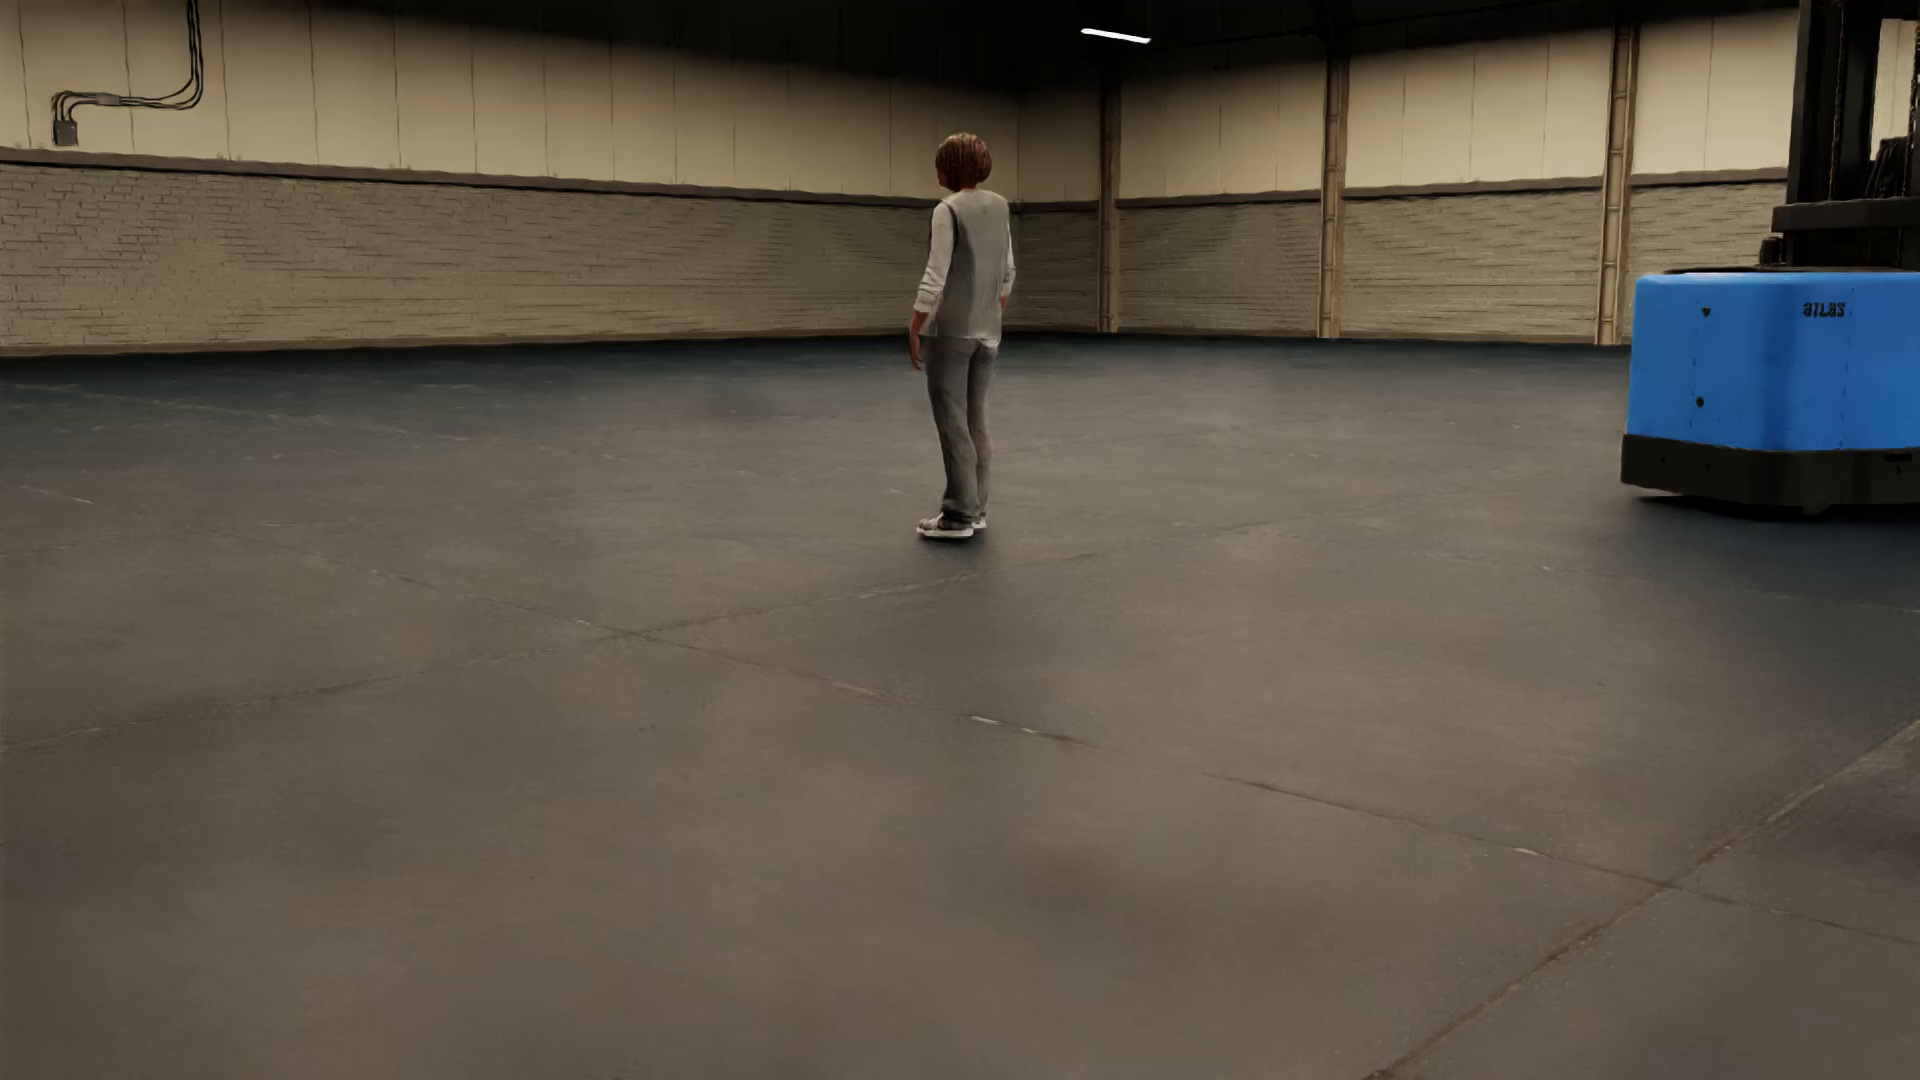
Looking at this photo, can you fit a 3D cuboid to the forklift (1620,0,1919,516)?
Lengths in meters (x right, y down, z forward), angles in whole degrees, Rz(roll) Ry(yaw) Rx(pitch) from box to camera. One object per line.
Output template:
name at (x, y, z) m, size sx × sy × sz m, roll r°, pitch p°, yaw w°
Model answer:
forklift at (4.791, -1.653, 7.854) m, size 3.031 × 2.935 × 1.130 m, roll -2°, pitch 9°, yaw -16°

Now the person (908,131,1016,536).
person at (-0.044, -0.806, 6.658) m, size 0.474 × 1.597 × 0.521 m, roll 8°, pitch 12°, yaw 43°
